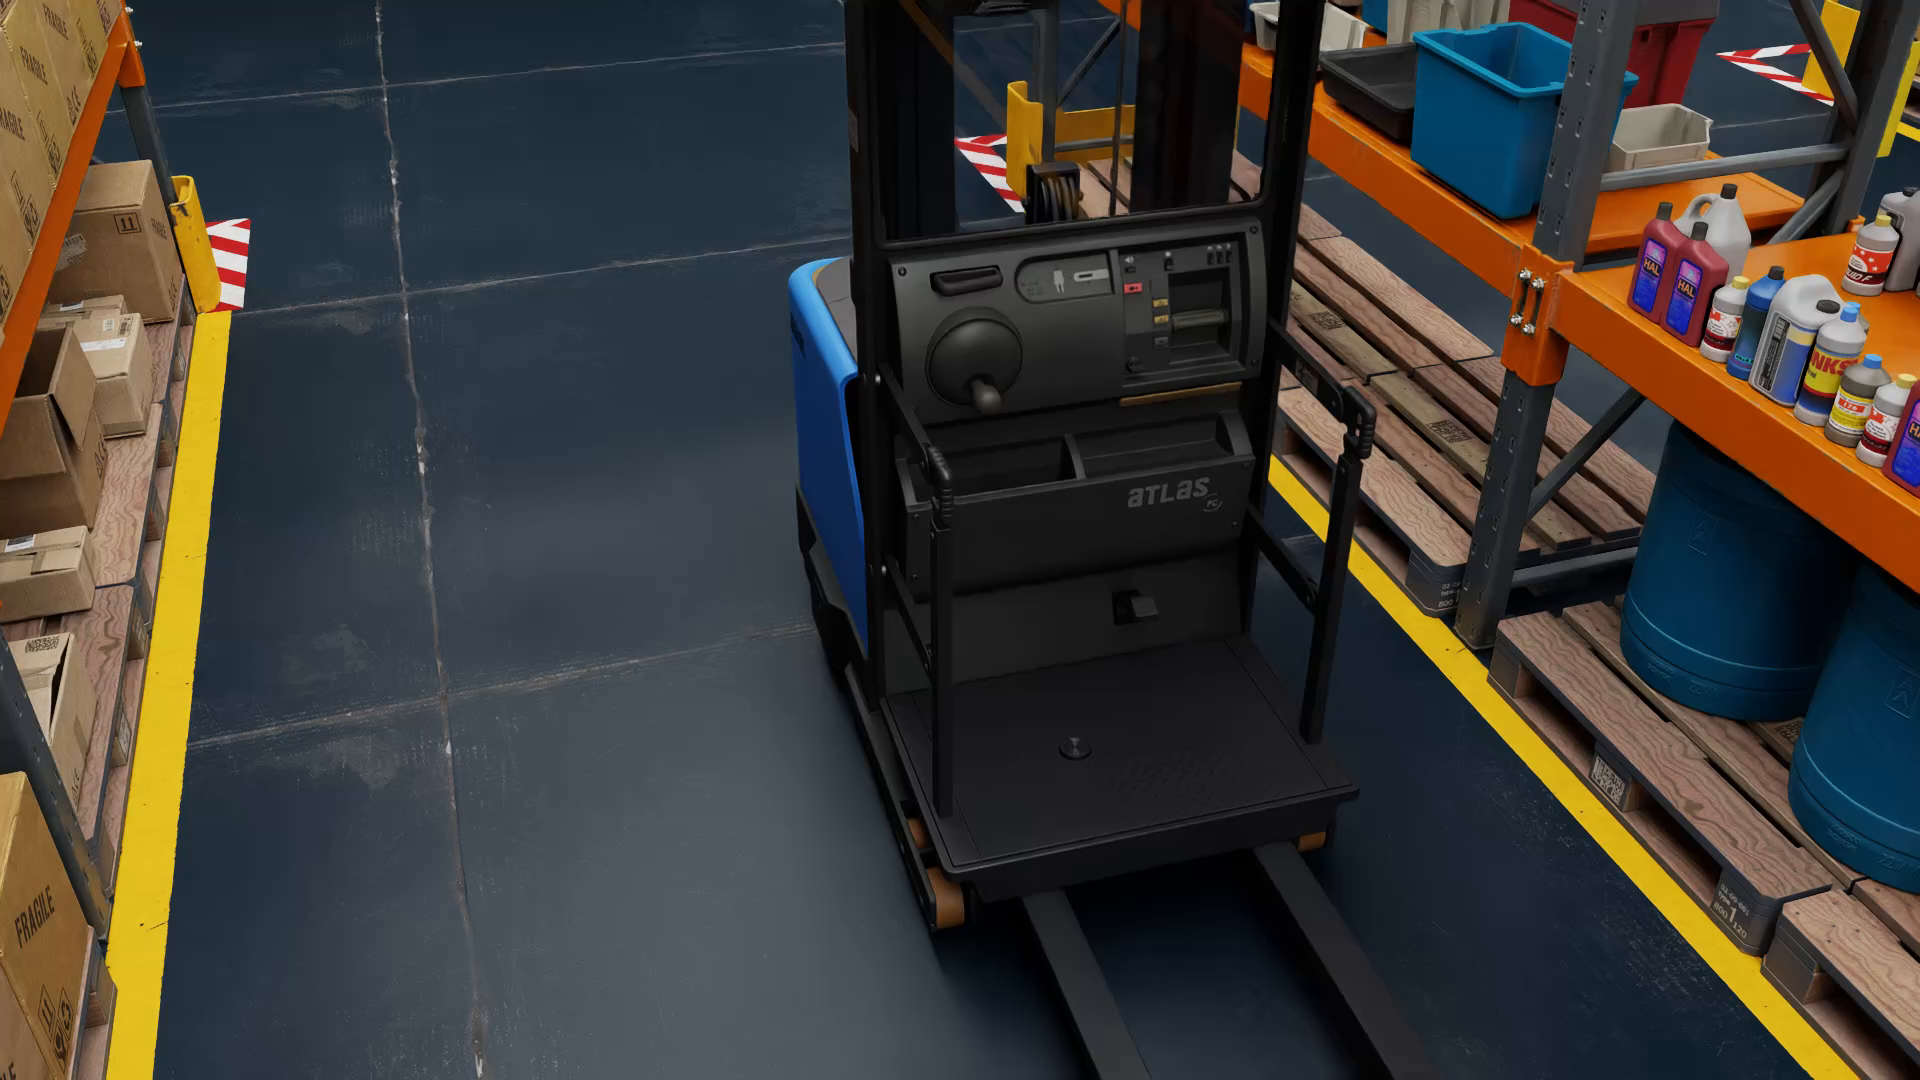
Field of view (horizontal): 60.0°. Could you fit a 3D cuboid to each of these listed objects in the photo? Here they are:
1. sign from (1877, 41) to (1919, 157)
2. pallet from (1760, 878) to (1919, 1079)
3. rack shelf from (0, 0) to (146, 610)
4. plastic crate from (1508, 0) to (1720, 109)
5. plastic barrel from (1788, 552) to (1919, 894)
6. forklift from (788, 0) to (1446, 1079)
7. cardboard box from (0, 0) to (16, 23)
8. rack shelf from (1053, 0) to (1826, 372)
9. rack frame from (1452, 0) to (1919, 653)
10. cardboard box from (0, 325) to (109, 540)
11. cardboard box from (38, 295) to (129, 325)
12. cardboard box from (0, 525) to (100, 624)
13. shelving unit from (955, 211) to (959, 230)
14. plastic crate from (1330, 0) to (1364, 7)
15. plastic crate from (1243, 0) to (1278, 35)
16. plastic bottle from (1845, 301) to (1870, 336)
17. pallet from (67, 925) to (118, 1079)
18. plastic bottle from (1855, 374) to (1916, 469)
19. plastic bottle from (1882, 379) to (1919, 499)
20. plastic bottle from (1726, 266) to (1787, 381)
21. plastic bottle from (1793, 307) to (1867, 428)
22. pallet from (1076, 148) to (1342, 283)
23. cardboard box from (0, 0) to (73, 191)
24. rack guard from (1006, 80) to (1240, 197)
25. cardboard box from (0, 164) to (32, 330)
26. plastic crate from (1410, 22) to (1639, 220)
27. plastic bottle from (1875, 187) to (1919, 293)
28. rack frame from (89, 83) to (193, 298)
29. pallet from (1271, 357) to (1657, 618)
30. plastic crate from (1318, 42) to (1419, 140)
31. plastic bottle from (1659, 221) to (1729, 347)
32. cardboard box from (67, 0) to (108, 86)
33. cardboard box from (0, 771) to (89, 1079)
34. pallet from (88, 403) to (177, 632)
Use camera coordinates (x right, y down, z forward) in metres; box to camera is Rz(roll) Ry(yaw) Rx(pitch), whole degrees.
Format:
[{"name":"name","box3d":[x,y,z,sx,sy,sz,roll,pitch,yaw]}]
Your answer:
[{"name":"sign","box3d":[2.591,-1.220,4.625,0.100,0.325,0.005,-10,35,-15]},{"name":"pallet","box3d":[2.638,1.204,3.737,1.003,0.211,1.213,-10,35,-15]},{"name":"rack shelf","box3d":[-3.262,-0.932,5.092,1.077,0.370,4.000,-10,35,-15]},{"name":"plastic crate","box3d":[2.033,-1.576,5.302,0.402,0.464,0.583,-10,35,-15]},{"name":"plastic barrel","box3d":[2.432,0.347,4.026,0.600,0.901,0.708,-10,35,-15]},{"name":"forklift","box3d":[0.358,-0.473,3.808,1.130,2.935,3.031,-9,35,-13]},{"name":"cardboard box","box3d":[-3.001,-1.748,4.676,0.500,0.500,0.500,-9,34,-13]},{"name":"rack shelf","box3d":[1.456,-1.763,6.350,1.077,0.370,4.000,-10,35,-15]},{"name":"rack frame","box3d":[2.066,-1.013,4.563,1.000,3.000,0.127,-10,35,-15]},{"name":"cardboard box","box3d":[-3.230,-0.310,5.363,0.797,0.503,0.637,-10,35,-15]},{"name":"cardboard box","box3d":[-3.434,-0.812,6.429,0.380,0.166,0.250,-10,35,-15]},{"name":"cardboard box","box3d":[-2.848,0.107,5.038,0.380,0.166,0.250,-10,35,-15]},{"name":"shelving unit","box3d":[-0.067,-0.565,5.652,0.215,1.050,0.252,-9,35,-13]},{"name":"plastic crate","box3d":[1.558,-2.182,6.516,0.298,0.136,0.250,-10,35,-15]},{"name":"plastic crate","box3d":[1.101,-2.035,6.206,0.416,0.233,0.300,-10,35,-15]},{"name":"plastic bottle","box3d":[2.069,-0.462,3.908,0.097,0.201,0.097,0,33,0]},{"name":"pallet","box3d":[-2.368,1.402,3.437,1.003,0.211,1.213,-10,35,-15]},{"name":"plastic bottle","box3d":[2.025,-0.263,3.608,0.097,0.201,0.097,0,33,0]},{"name":"plastic bottle","box3d":[2.043,-0.234,3.489,0.061,0.283,0.133,-10,35,-15]},{"name":"plastic bottle","box3d":[1.895,-0.517,3.928,0.097,0.271,0.097,0,33,0]},{"name":"plastic bottle","box3d":[1.966,-0.395,3.743,0.097,0.271,0.097,0,33,0]},{"name":"pallet","box3d":[1.061,-1.510,7.844,1.003,0.211,1.213,-10,35,-15]},{"name":"cardboard box","box3d":[-3.014,-1.335,4.959,0.500,0.500,0.500,-10,35,-15]},{"name":"rack guard","box3d":[0.826,-2.081,8.446,1.175,0.500,0.348,-10,35,-15]},{"name":"cardboard box","box3d":[-2.707,-0.806,4.158,0.500,0.500,0.500,-9,35,-14]},{"name":"plastic crate","box3d":[1.599,-1.219,4.835,0.392,0.384,0.575,-10,35,-15]},{"name":"plastic bottle","box3d":[2.494,-0.809,4.366,0.152,0.276,0.135,-10,35,-15]},{"name":"rack frame","box3d":[-3.872,-2.282,6.483,1.000,3.000,0.127,-10,35,-15]},{"name":"pallet","box3d":[1.805,-0.229,5.906,1.003,0.211,1.213,-10,35,-15]},{"name":"plastic crate","box3d":[1.469,-1.466,5.443,0.437,0.125,0.590,-10,35,-15]},{"name":"plastic bottle","box3d":[1.813,-0.630,4.089,0.061,0.283,0.133,-10,35,-15]},{"name":"cardboard box","box3d":[-3.315,-1.863,5.758,0.500,0.500,0.500,-10,35,-14]},{"name":"cardboard box","box3d":[-2.229,0.888,3.554,0.500,0.500,0.500,-10,35,-15]},{"name":"pallet","box3d":[-3.237,-0.021,5.591,1.003,0.211,1.213,-10,35,-15]}]
